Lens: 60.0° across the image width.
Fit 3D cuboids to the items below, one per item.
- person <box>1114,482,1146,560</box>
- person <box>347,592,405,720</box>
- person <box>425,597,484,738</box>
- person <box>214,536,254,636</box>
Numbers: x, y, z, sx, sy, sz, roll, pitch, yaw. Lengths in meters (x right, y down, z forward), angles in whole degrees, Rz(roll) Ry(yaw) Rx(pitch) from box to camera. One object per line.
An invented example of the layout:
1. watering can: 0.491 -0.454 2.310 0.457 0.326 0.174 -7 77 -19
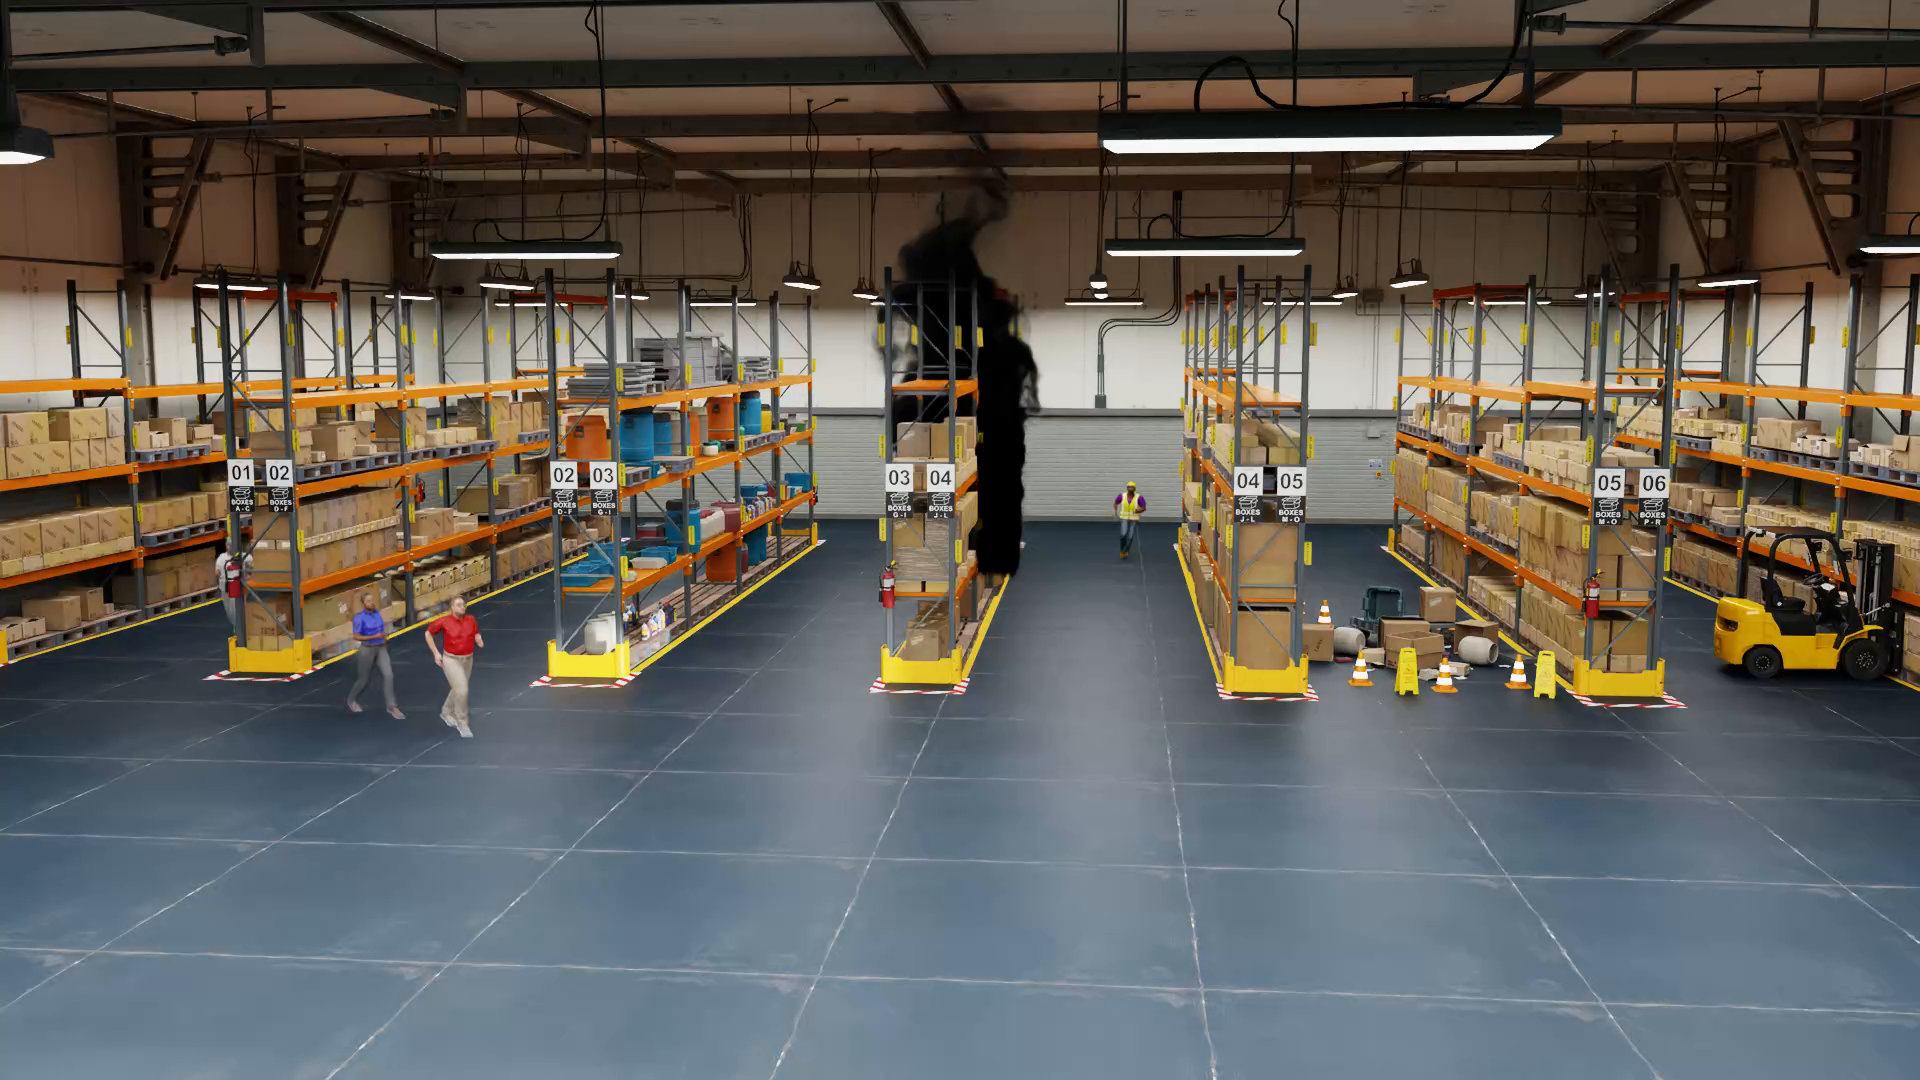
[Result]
1. person: 3.856 -0.438 37.709 0.728 1.788 0.636 1 7 6
2. person: -7.755 1.517 21.994 0.935 1.665 0.583 5 9 35
3. person: -6.367 1.601 21.137 0.780 1.789 0.645 5 8 33
4. person: -11.867 0.843 27.155 0.640 1.830 0.727 1 7 7
